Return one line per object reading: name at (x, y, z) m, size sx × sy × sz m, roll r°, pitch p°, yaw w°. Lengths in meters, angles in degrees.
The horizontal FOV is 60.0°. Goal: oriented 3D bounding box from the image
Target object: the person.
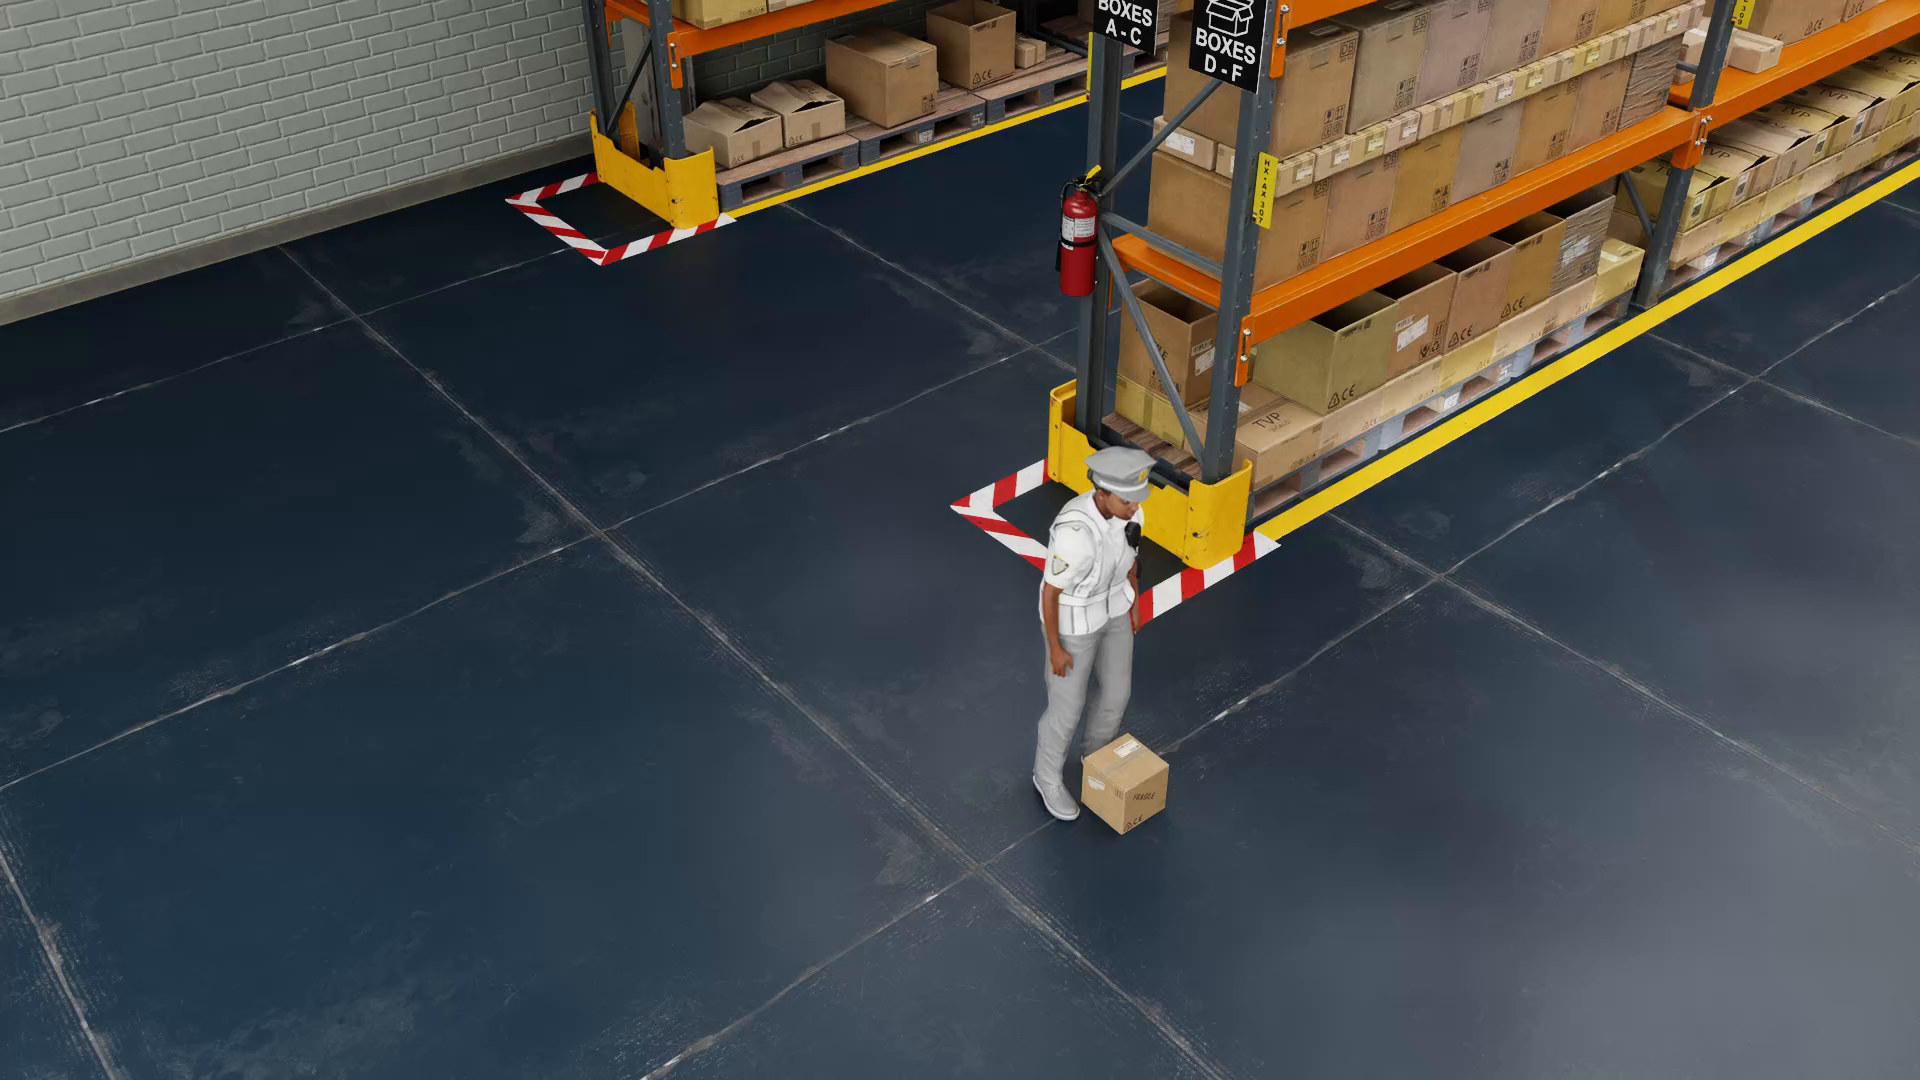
person at (0.530, 0.346, 6.604) m, size 0.514 × 1.657 × 0.417 m, roll -27°, pitch 44°, yaw -32°
